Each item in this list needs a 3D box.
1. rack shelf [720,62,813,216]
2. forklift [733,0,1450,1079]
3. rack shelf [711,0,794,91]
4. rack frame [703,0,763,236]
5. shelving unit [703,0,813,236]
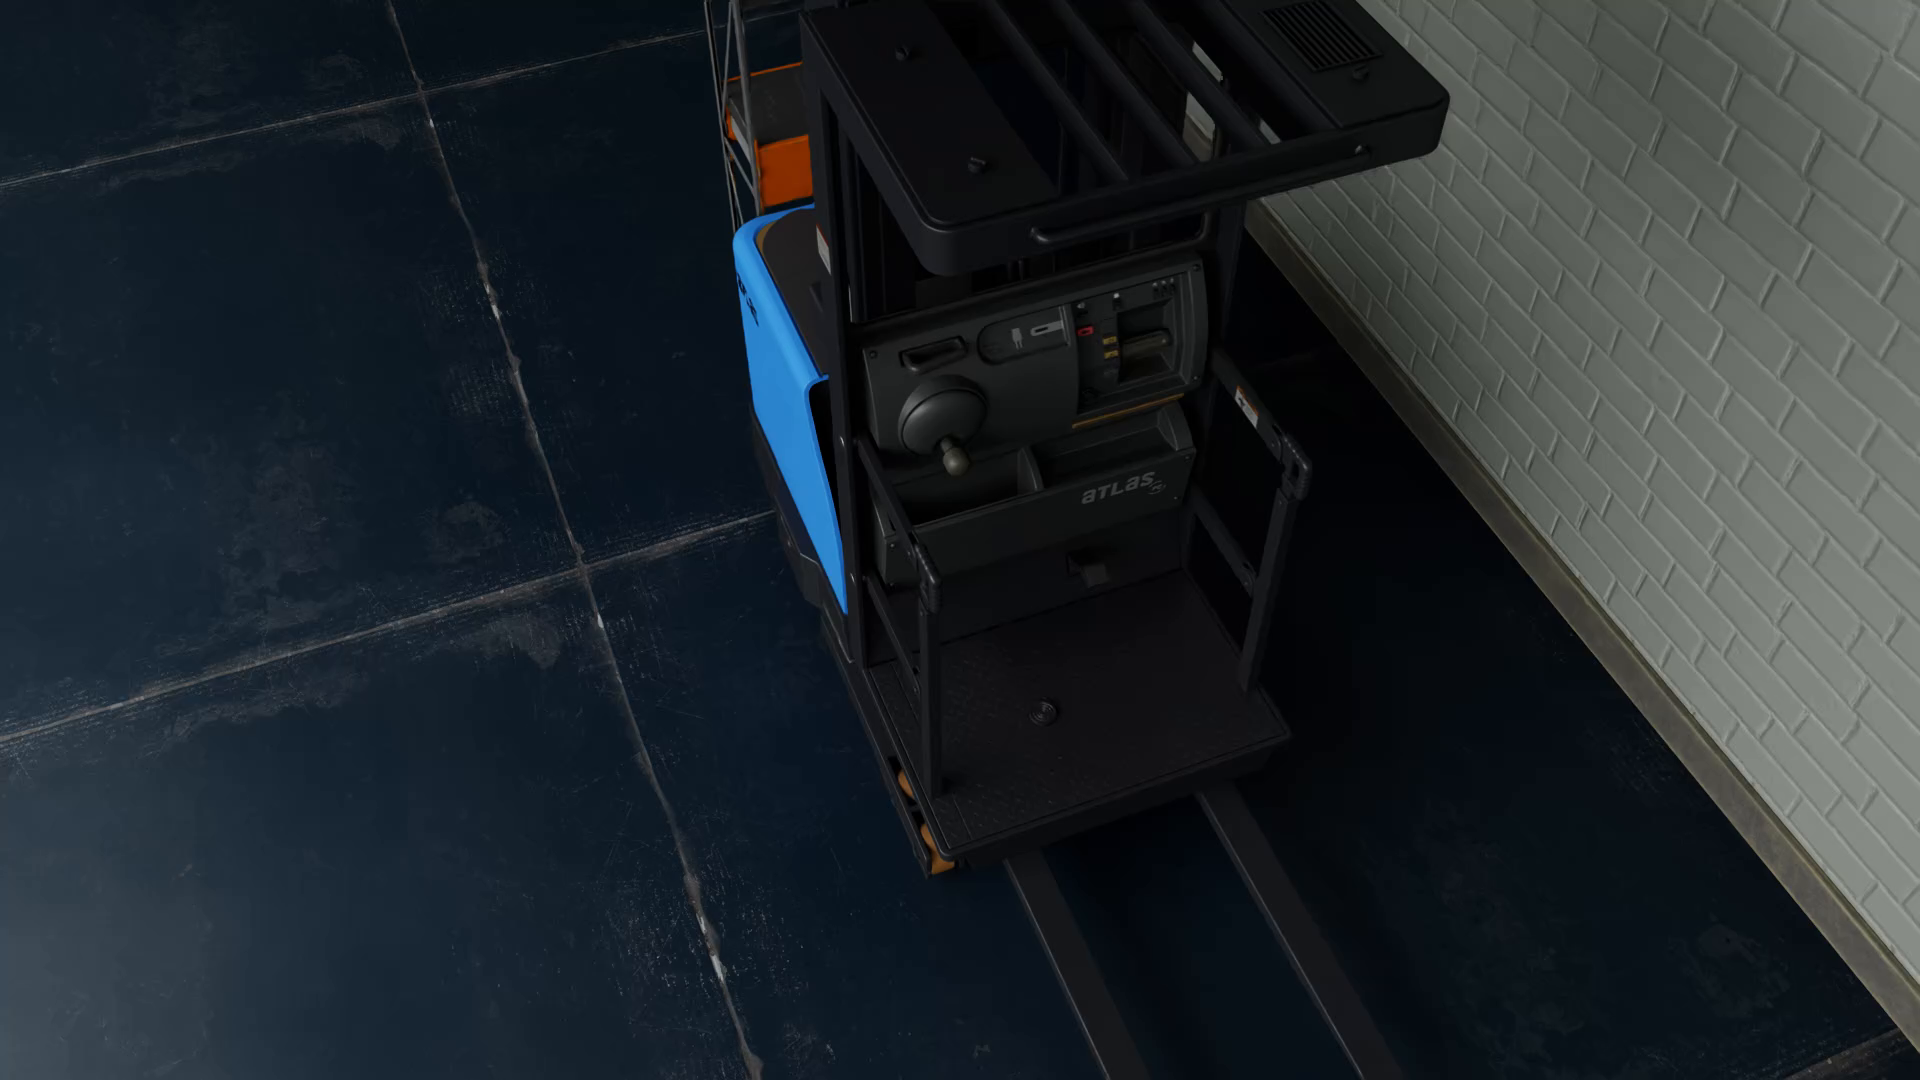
[{"bbox_3d":[-0.484,-1.263,5.469,0.480,0.518,0.431,-17,52,-14],"label":"rack shelf"},{"bbox_3d":[0.286,-0.343,4.112,1.130,2.935,3.031,-17,51,-14],"label":"forklift"},{"bbox_3d":[-0.484,-1.719,4.938,0.480,0.518,0.431,-17,52,-14],"label":"rack shelf"},{"bbox_3d":[-0.710,-1.202,5.398,0.015,2.100,0.400,-17,52,-14],"label":"rack frame"},{"bbox_3d":[-0.484,-1.272,5.458,0.503,2.100,0.431,-17,52,-14],"label":"shelving unit"}]
